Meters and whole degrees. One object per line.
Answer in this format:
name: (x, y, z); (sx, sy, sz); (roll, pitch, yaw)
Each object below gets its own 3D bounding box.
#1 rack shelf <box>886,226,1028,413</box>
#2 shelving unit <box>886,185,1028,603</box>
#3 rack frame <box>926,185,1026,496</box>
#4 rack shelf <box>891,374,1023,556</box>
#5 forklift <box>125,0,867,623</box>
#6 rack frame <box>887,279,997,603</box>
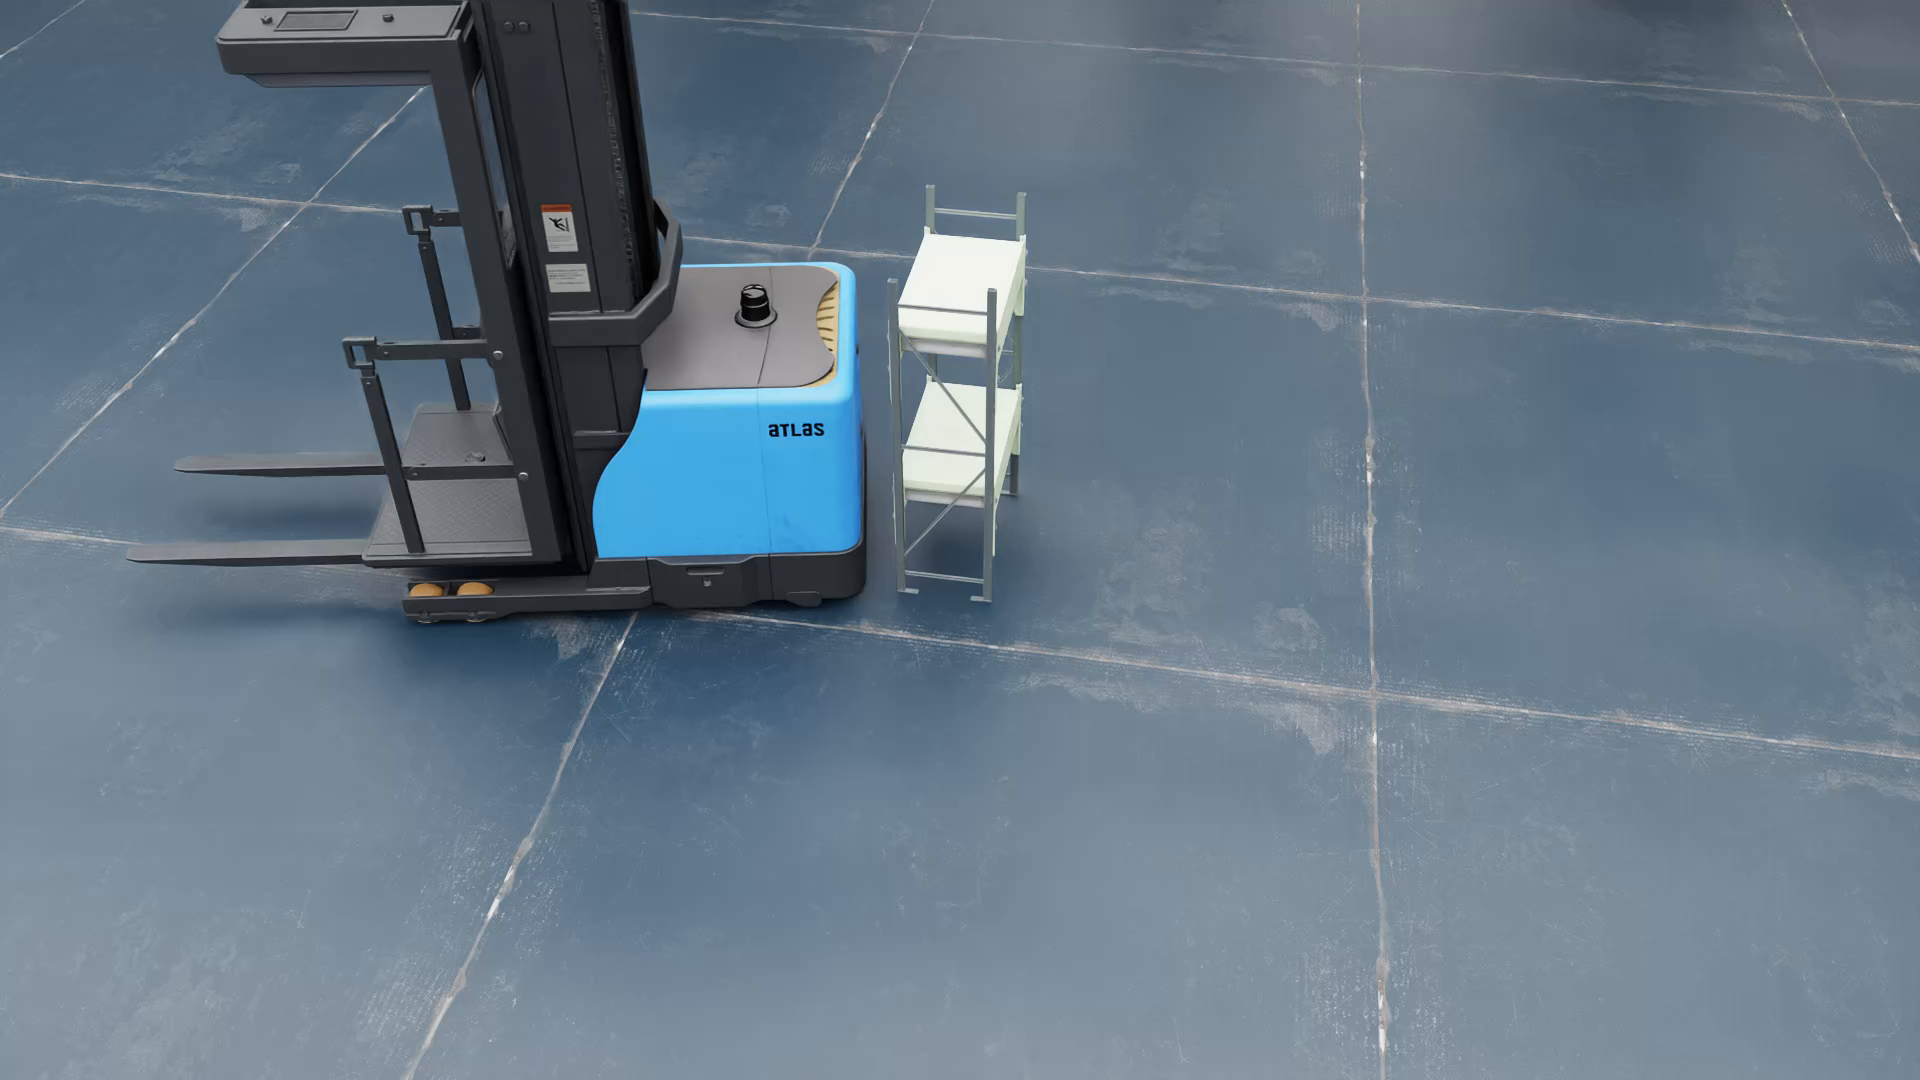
rack shelf: (-0.001, -0.875, 6.518); (0.431, 0.370, 0.720); (6, 40, 8)
shelving unit: (-0.001, -0.574, 6.767); (0.431, 1.500, 0.755); (6, 40, 8)
rack frame: (0.062, -0.804, 7.045); (0.400, 1.500, 0.023); (6, 40, 8)
rack shelf: (-0.001, -0.323, 6.975); (0.431, 0.370, 0.720); (6, 40, 8)
forklift: (-1.923, -1.133, 6.320); (3.031, 2.935, 1.130); (-1, 40, -2)
rack frame: (-0.064, -0.344, 6.489); (0.400, 1.500, 0.023); (6, 40, 8)
